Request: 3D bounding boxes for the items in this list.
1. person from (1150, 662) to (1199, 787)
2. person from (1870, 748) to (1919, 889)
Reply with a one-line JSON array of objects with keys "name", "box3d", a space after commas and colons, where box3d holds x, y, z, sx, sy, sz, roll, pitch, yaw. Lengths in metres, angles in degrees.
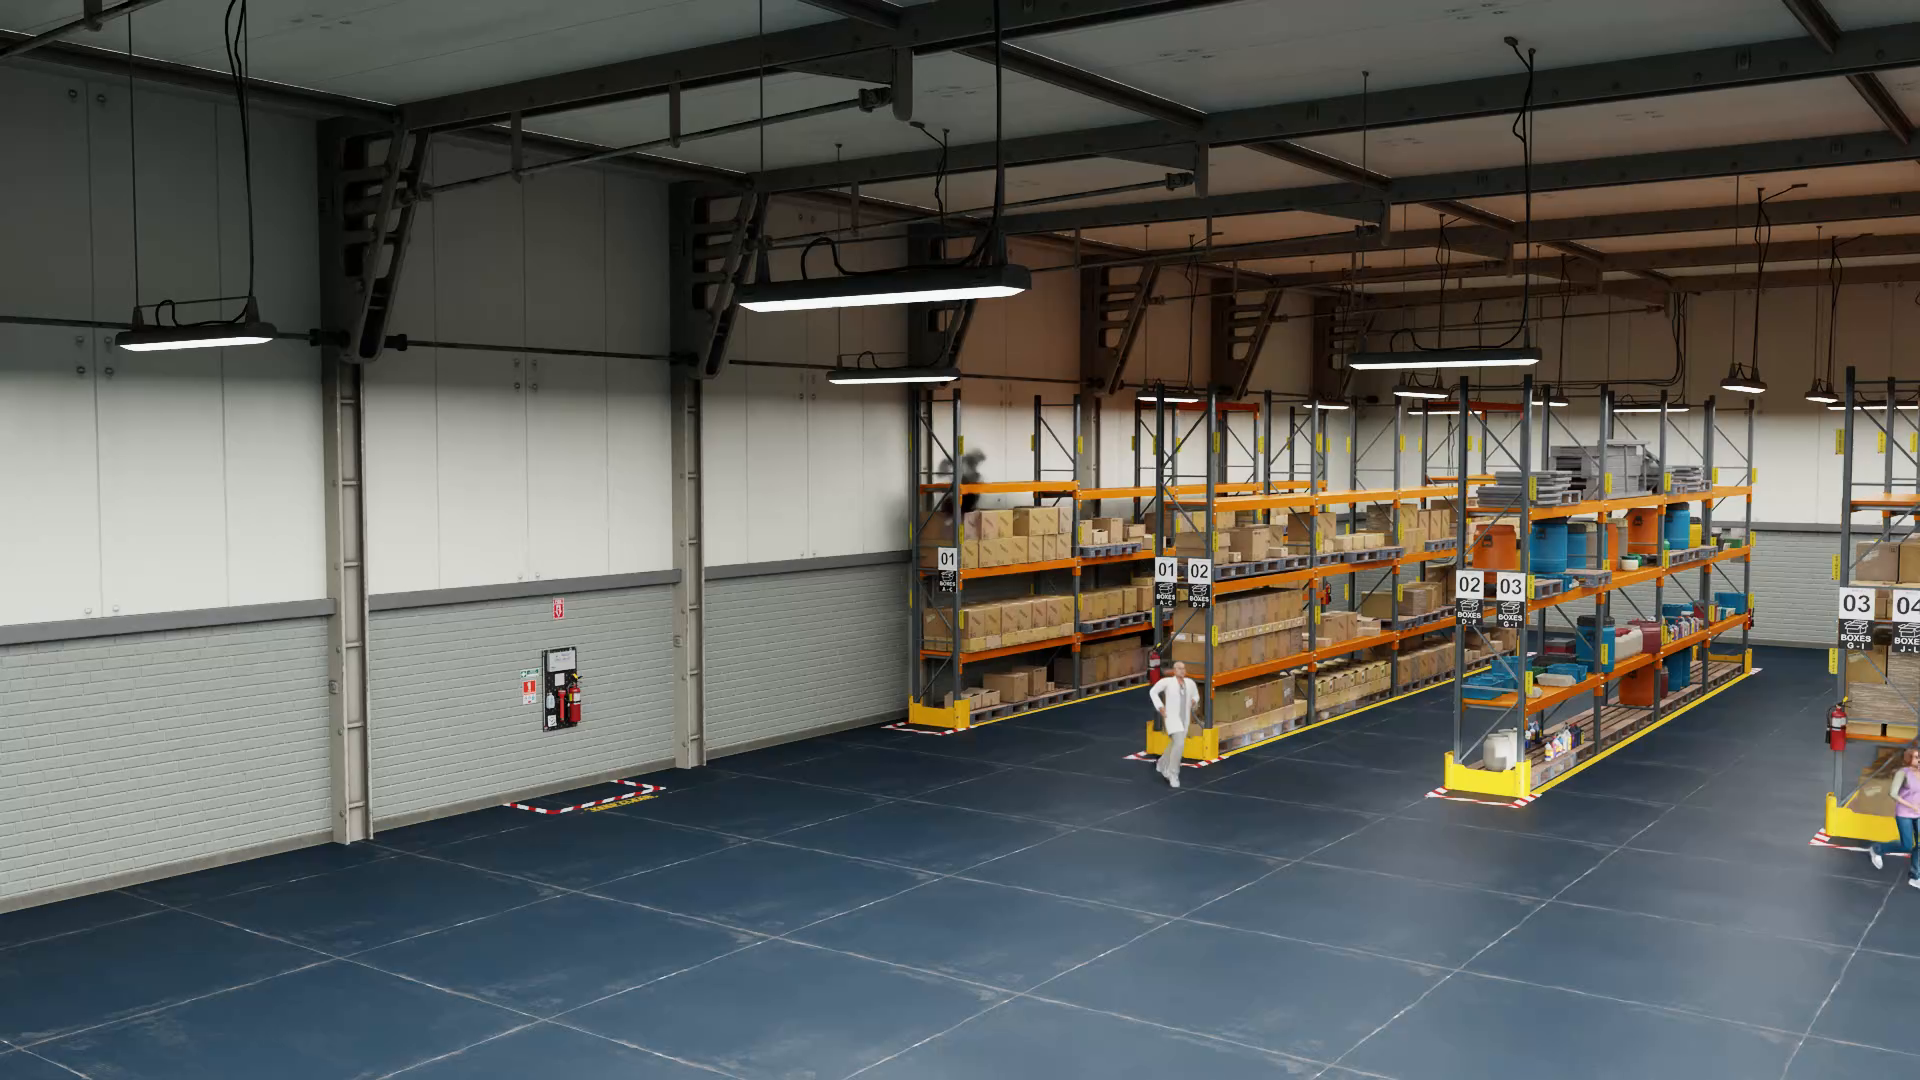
[{"name": "person", "box3d": [3.213, 2.712, 24.691, 0.718, 1.840, 0.774, -2, 4, -27]}, {"name": "person", "box3d": [10.808, 3.147, 18.978, 0.545, 1.591, 0.741, -1, 3, -14]}]
